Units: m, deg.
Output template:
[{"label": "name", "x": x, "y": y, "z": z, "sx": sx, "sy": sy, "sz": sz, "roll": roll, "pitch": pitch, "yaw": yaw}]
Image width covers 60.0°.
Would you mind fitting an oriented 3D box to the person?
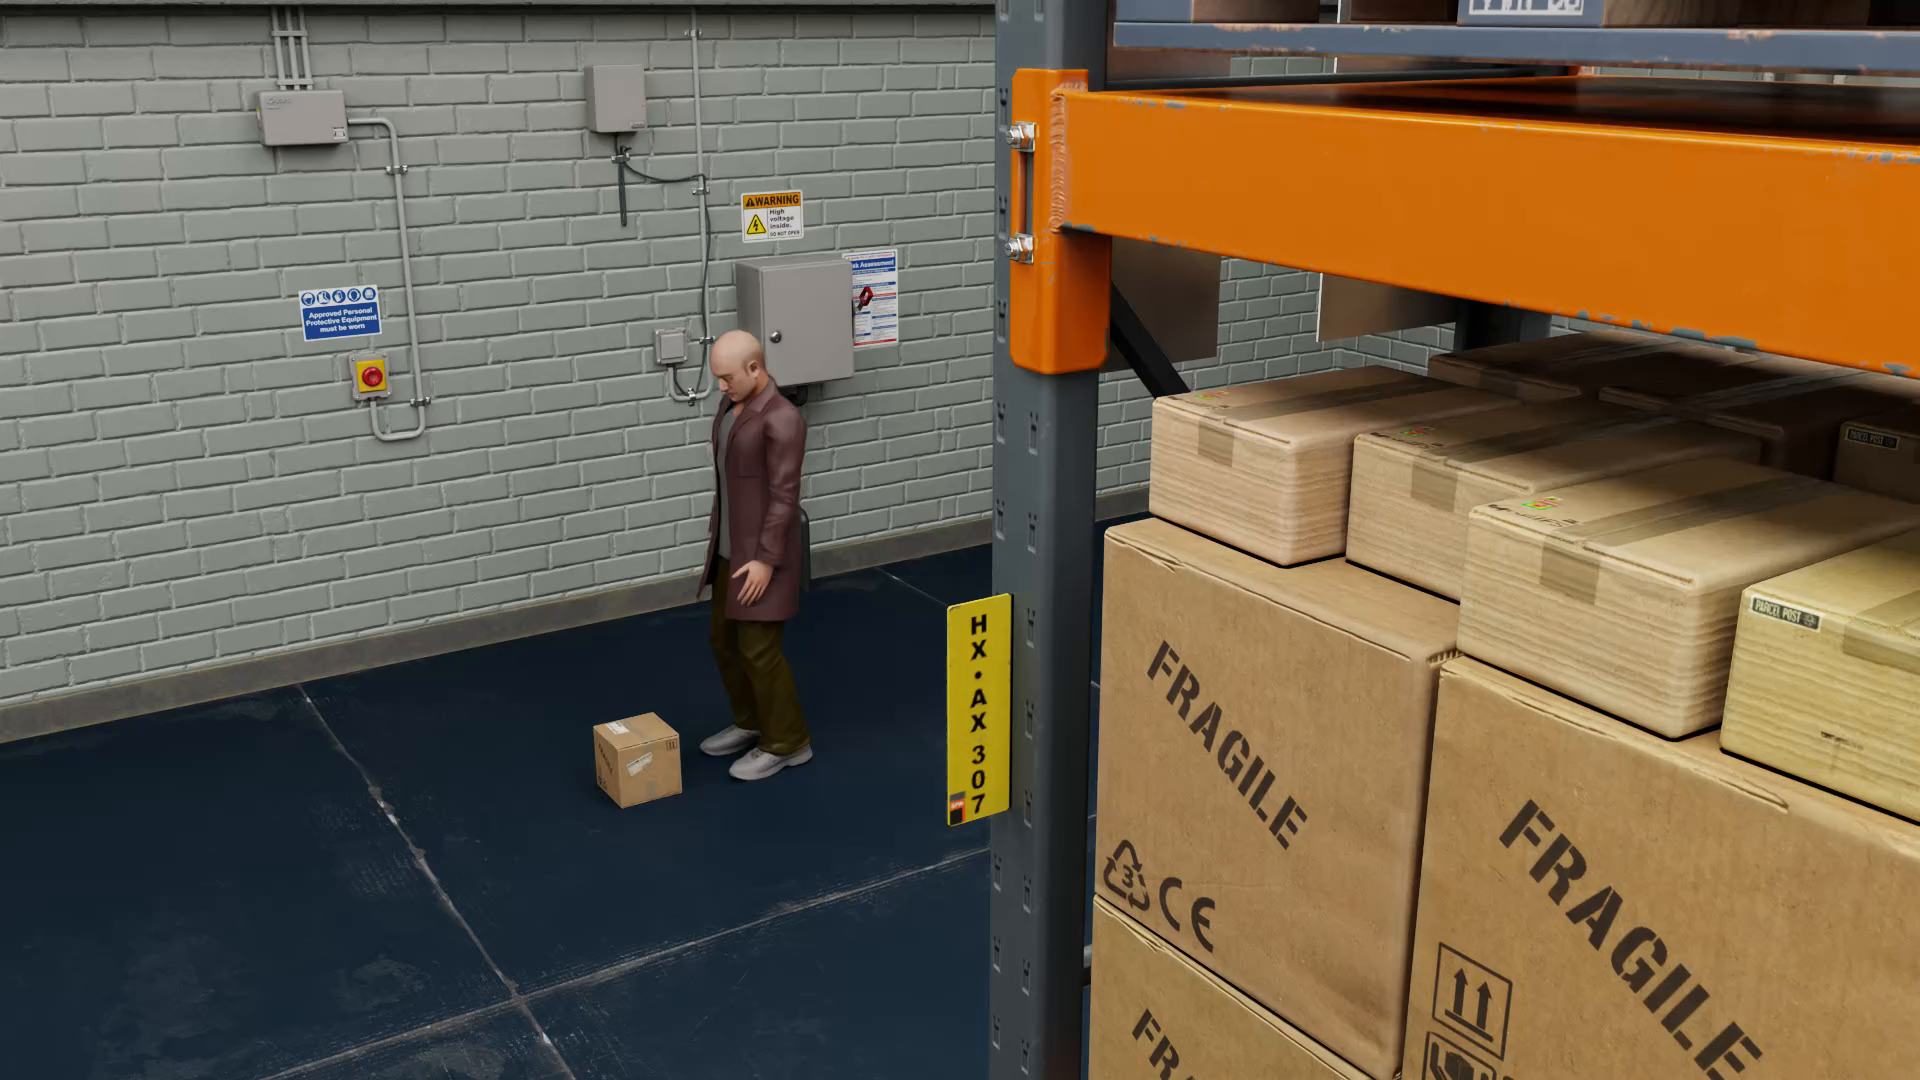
[{"label": "person", "x": -0.806, "y": 0.057, "z": 6.449, "sx": 0.380, "sy": 1.757, "sz": 0.572, "roll": -11, "pitch": 21, "yaw": -30}]
